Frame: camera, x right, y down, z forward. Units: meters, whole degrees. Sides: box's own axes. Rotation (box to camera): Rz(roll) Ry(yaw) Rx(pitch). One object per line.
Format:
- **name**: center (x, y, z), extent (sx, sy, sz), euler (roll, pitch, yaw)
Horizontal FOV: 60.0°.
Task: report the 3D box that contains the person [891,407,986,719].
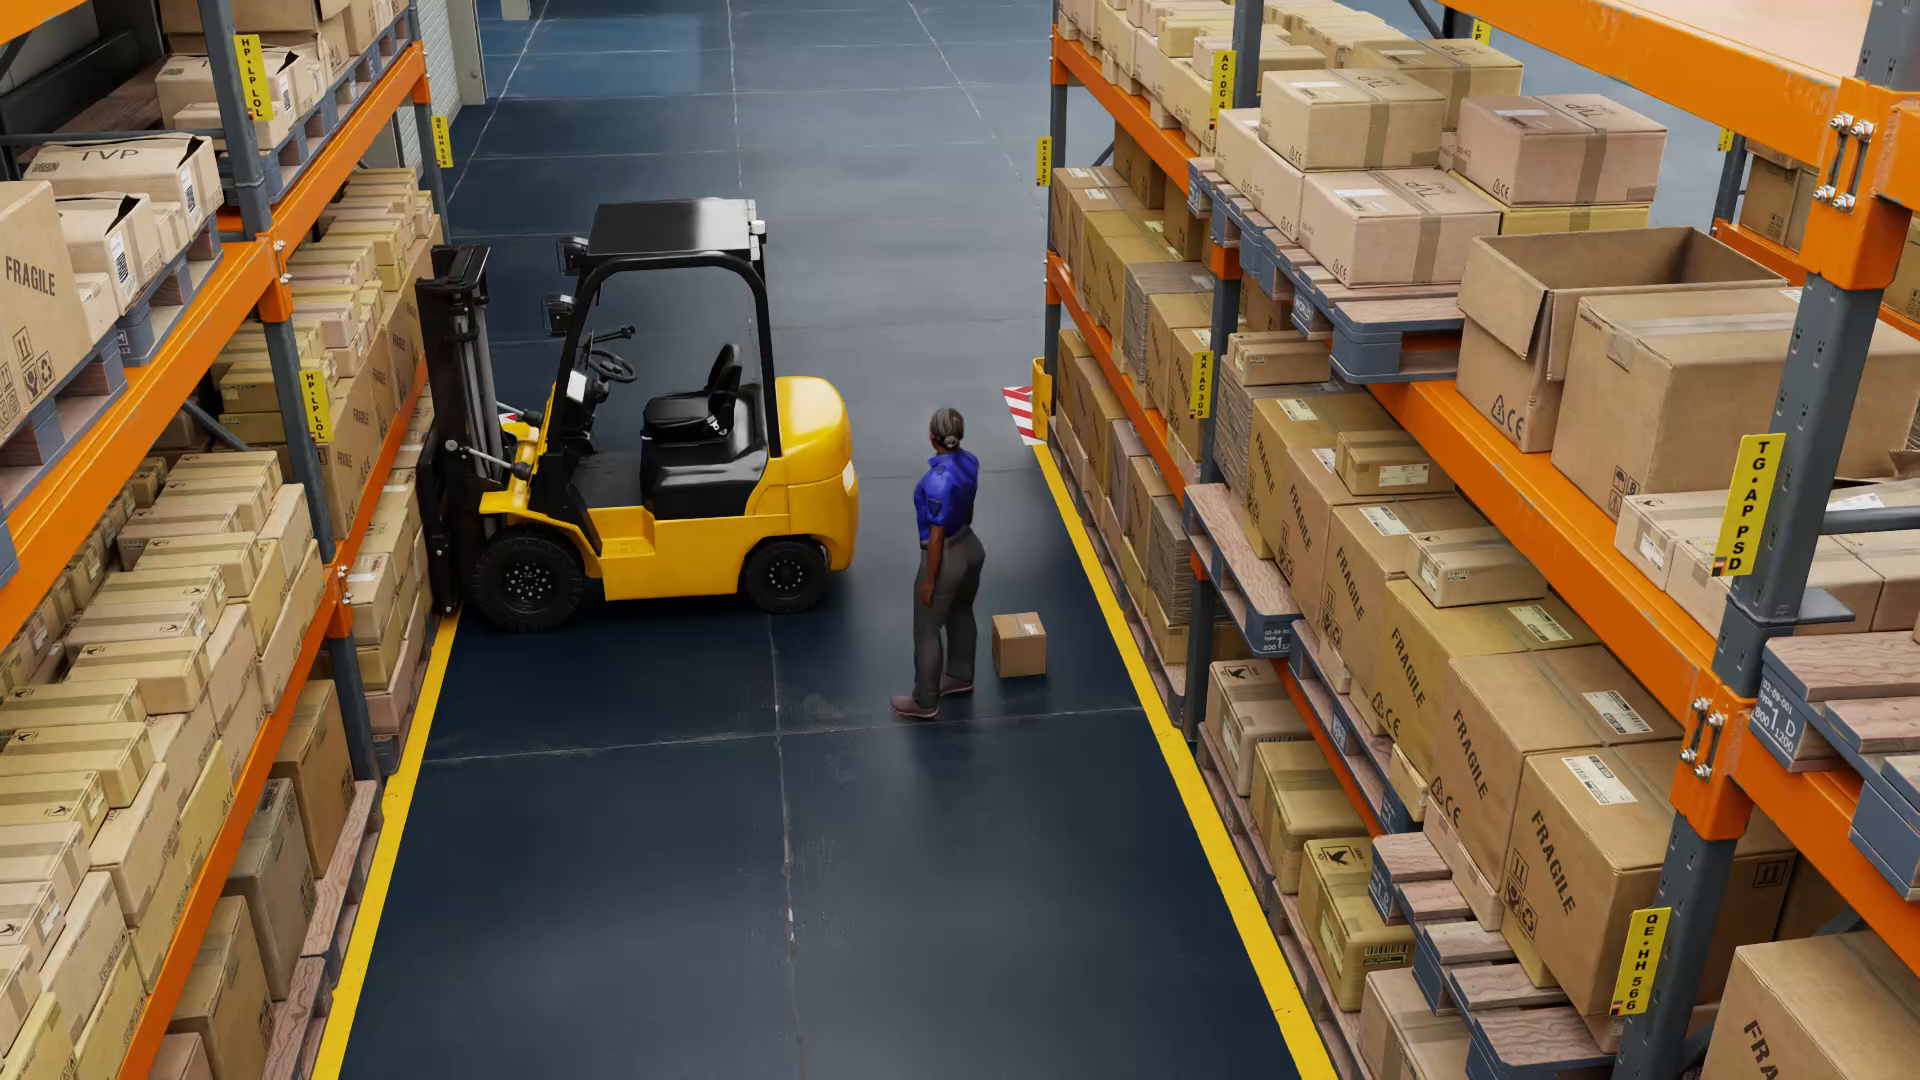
- **person**: center (-0.102, 0.108, 8.409), extent (0.413, 1.678, 0.496), euler (14, 31, 26)
